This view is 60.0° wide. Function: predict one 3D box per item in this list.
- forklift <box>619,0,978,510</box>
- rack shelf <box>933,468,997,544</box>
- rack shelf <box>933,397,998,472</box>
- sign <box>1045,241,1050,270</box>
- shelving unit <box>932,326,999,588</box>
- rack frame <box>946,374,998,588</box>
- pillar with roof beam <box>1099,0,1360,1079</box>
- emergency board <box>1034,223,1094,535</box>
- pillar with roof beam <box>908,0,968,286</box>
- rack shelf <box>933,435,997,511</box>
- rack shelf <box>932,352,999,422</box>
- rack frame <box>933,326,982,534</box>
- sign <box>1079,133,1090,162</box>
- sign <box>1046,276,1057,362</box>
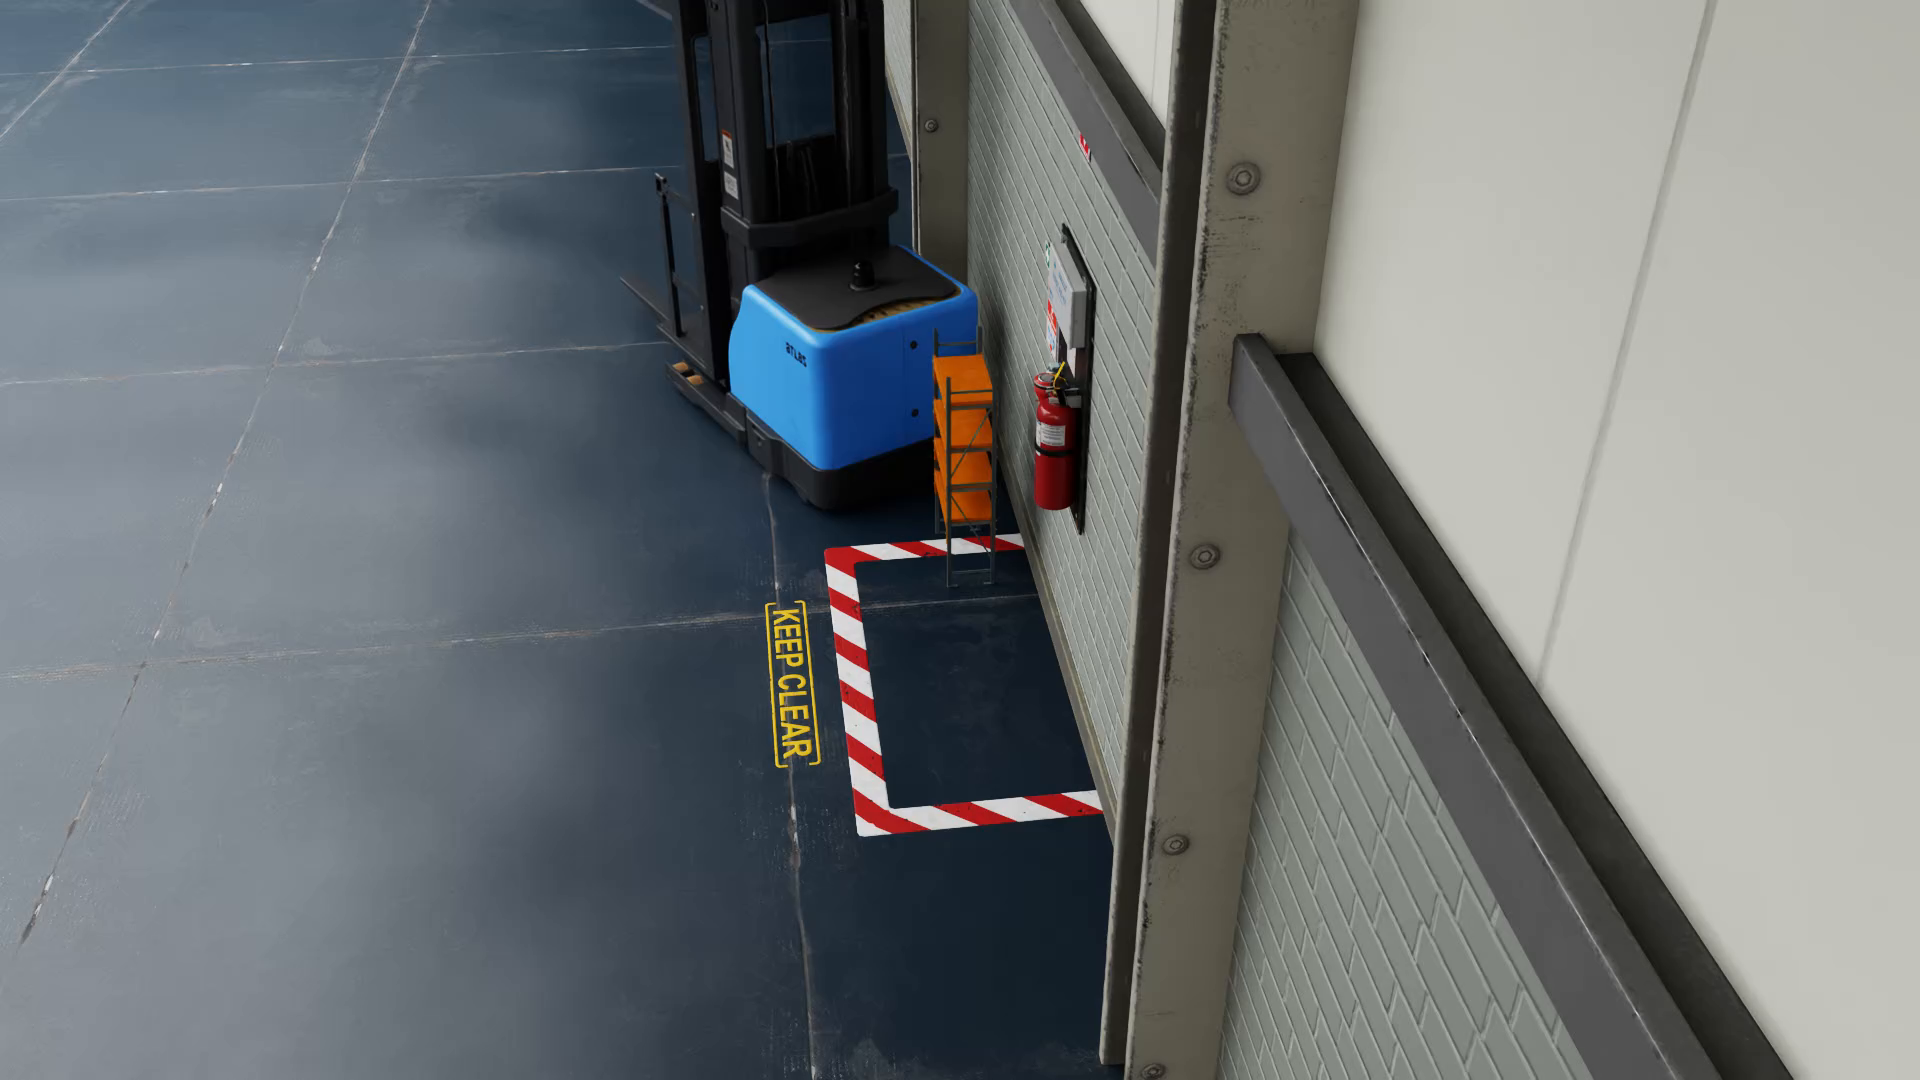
[{"bbox_3d":[-1.123,-2.163,9.322,1.130,2.935,3.031,-21,39,-27],"label":"forklift"},{"bbox_3d":[0.022,-0.184,8.426,0.258,0.148,0.480,-4,35,-6],"label":"rack shelf"},{"bbox_3d":[0.022,-0.533,8.189,0.258,0.148,0.480,-4,35,-6],"label":"rack shelf"},{"bbox_3d":[0.407,-1.213,7.364,0.001,0.109,0.331,-4,35,-6],"label":"sign"},{"bbox_3d":[0.022,-0.403,8.277,0.258,1.200,0.503,-4,35,-6],"label":"shelving unit"},{"bbox_3d":[0.055,-0.267,8.077,0.240,1.200,0.015,-4,35,-6],"label":"rack frame"},{"bbox_3d":[-3.583,-1.437,2.869,9.100,9.000,0.400,-4,35,-6],"label":"pillar with roof beam"},{"bbox_3d":[0.388,-0.666,7.064,0.194,1.169,0.643,-4,35,-6],"label":"emergency board"},{"bbox_3d":[-4.390,-4.786,7.782,9.100,9.000,0.400,-4,35,-6],"label":"pillar with roof beam"},{"bbox_3d":[0.022,-0.348,8.314,0.258,0.148,0.480,-4,35,-6],"label":"rack shelf"},{"bbox_3d":[0.022,-0.728,8.055,0.258,0.148,0.480,-4,35,-6],"label":"rack shelf"},{"bbox_3d":[-0.011,-0.540,8.476,0.240,1.200,0.015,-4,35,-6],"label":"rack frame"},{"bbox_3d":[0.485,-1.636,6.429,0.001,0.298,0.199,-4,35,-6],"label":"sign"},{"bbox_3d":[0.416,-0.997,7.518,0.001,0.329,0.234,-4,35,-6],"label":"sign"}]
